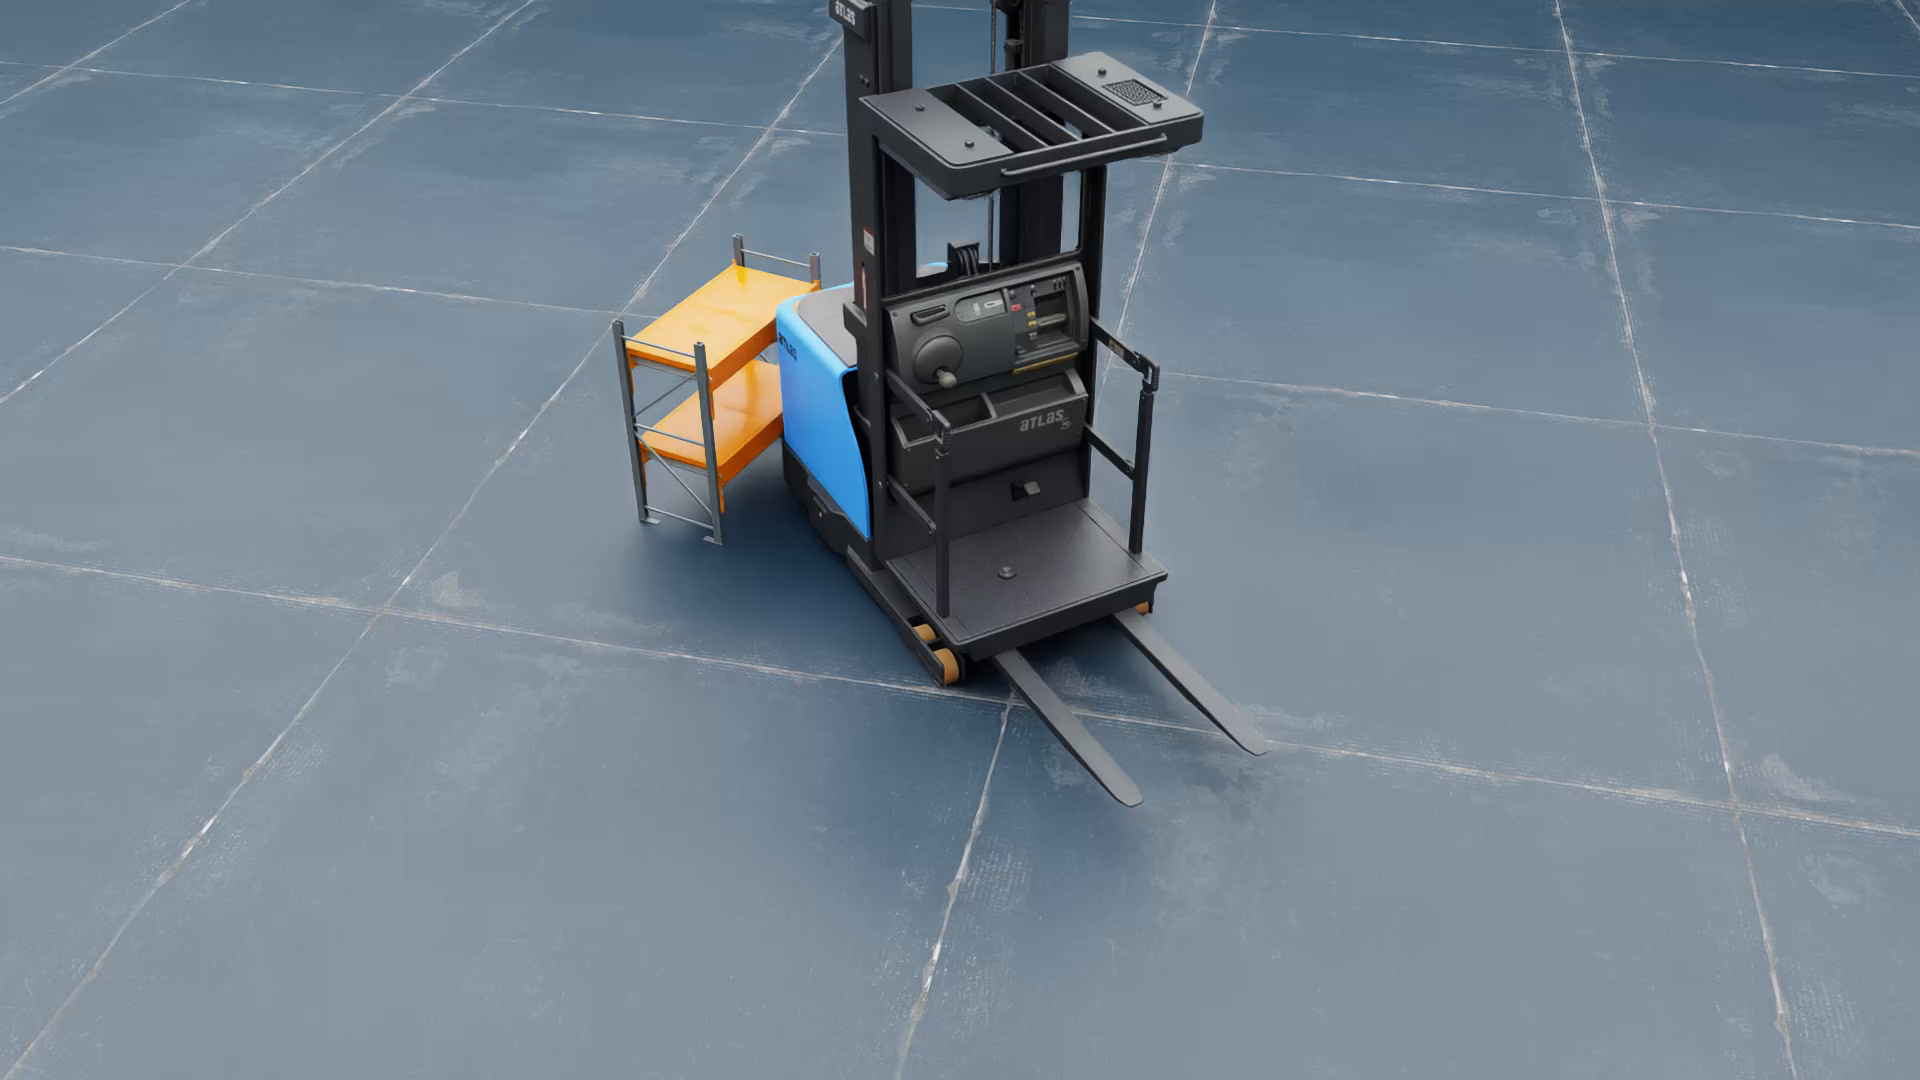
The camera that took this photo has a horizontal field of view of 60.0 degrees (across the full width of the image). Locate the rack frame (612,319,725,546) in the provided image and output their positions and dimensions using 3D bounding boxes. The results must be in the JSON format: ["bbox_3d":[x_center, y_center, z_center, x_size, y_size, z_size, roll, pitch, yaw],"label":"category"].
[{"bbox_3d":[-1.391,-0.501,7.983,0.500,1.125,0.032,17,39,22],"label":"rack frame"}]

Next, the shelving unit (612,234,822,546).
[{"bbox_3d":[-1.160,-0.767,8.350,0.538,1.125,1.048,17,39,22],"label":"shelving unit"}]

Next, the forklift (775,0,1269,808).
[{"bbox_3d":[0.235,-0.846,6.920,1.130,2.935,3.031,-18,39,-23],"label":"forklift"}]

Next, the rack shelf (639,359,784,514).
[{"bbox_3d":[-1.160,-0.569,8.493,0.538,0.278,1.000,17,39,22],"label":"rack shelf"}]

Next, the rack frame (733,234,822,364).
[{"bbox_3d":[-0.930,-1.033,8.716,0.500,1.125,0.032,17,39,22],"label":"rack frame"}]

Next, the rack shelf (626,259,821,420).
[{"bbox_3d":[-1.160,-1.004,8.178,0.538,0.278,1.000,17,39,22],"label":"rack shelf"}]
